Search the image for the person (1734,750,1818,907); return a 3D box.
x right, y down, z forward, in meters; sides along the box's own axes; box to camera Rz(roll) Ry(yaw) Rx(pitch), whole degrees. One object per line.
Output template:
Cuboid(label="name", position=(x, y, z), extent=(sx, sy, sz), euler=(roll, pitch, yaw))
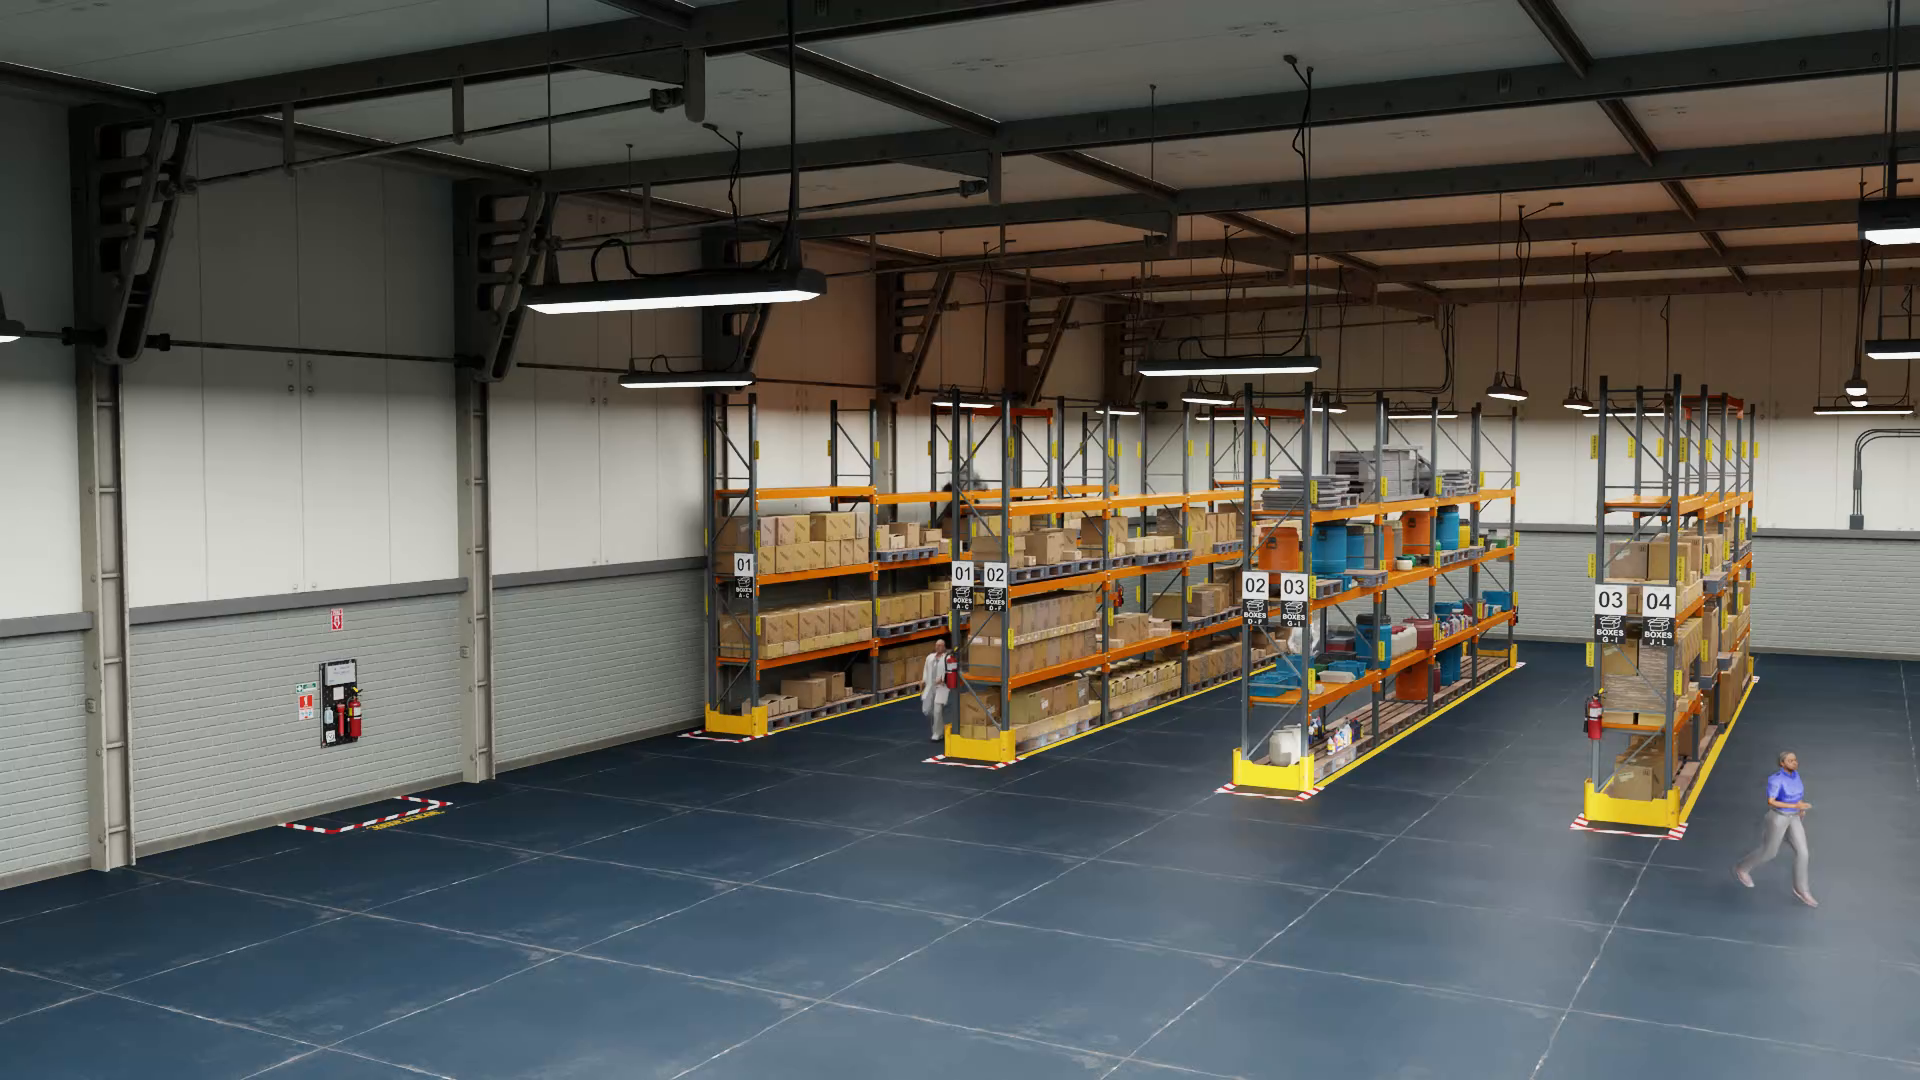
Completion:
Cuboid(label="person", position=(9.172, 3.178, 18.600), extent=(0.587, 1.672, 0.934), euler=(-1, 3, -22))

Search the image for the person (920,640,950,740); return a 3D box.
Cuboid(label="person", position=(-0.402, 2.584, 28.692), extent=(0.698, 1.721, 0.602), euler=(1, 3, 25))

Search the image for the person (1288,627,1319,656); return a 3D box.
Cuboid(label="person", position=(7.071, 2.329, 34.264), extent=(0.617, 1.671, 0.696), euler=(1, 3, 15))
